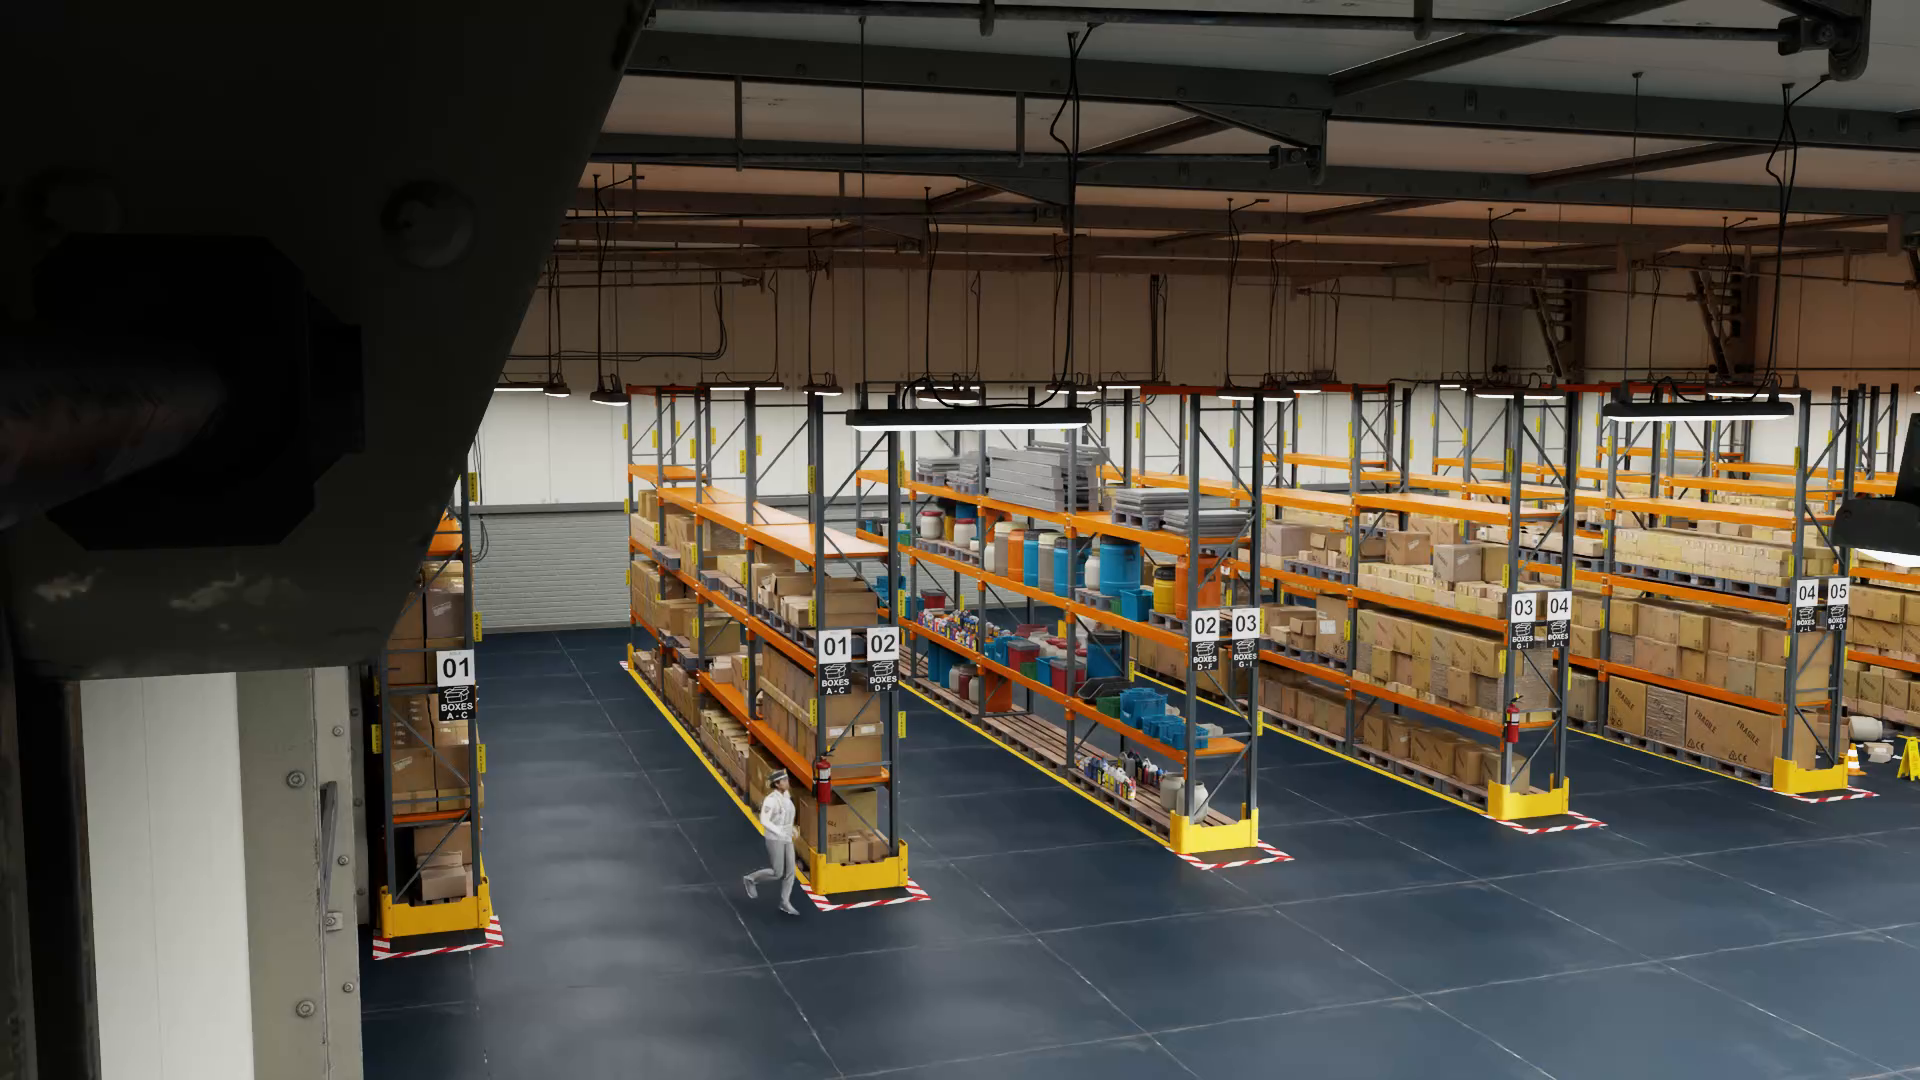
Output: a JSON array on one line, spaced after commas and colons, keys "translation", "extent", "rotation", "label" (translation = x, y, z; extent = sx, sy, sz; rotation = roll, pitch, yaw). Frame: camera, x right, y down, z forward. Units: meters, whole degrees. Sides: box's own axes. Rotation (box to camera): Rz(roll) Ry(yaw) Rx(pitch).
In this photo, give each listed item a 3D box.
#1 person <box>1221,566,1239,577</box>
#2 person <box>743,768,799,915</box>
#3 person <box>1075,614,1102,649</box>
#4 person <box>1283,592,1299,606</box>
[{"translation": [6.543, 1.261, 40.833], "extent": [0.710, 1.736, 0.678], "rotation": [3, 7, 26], "label": "person"}, {"translation": [-2.152, 3.506, 19.534], "extent": [0.749, 1.685, 0.643], "rotation": [3, 6, 24], "label": "person"}, {"translation": [2.583, 1.970, 33.937], "extent": [0.663, 1.695, 0.692], "rotation": [-2, 6, -16], "label": "person"}, {"translation": [8.213, 1.191, 41.906], "extent": [0.891, 1.588, 0.534], "rotation": [-4, 7, -36], "label": "person"}]
